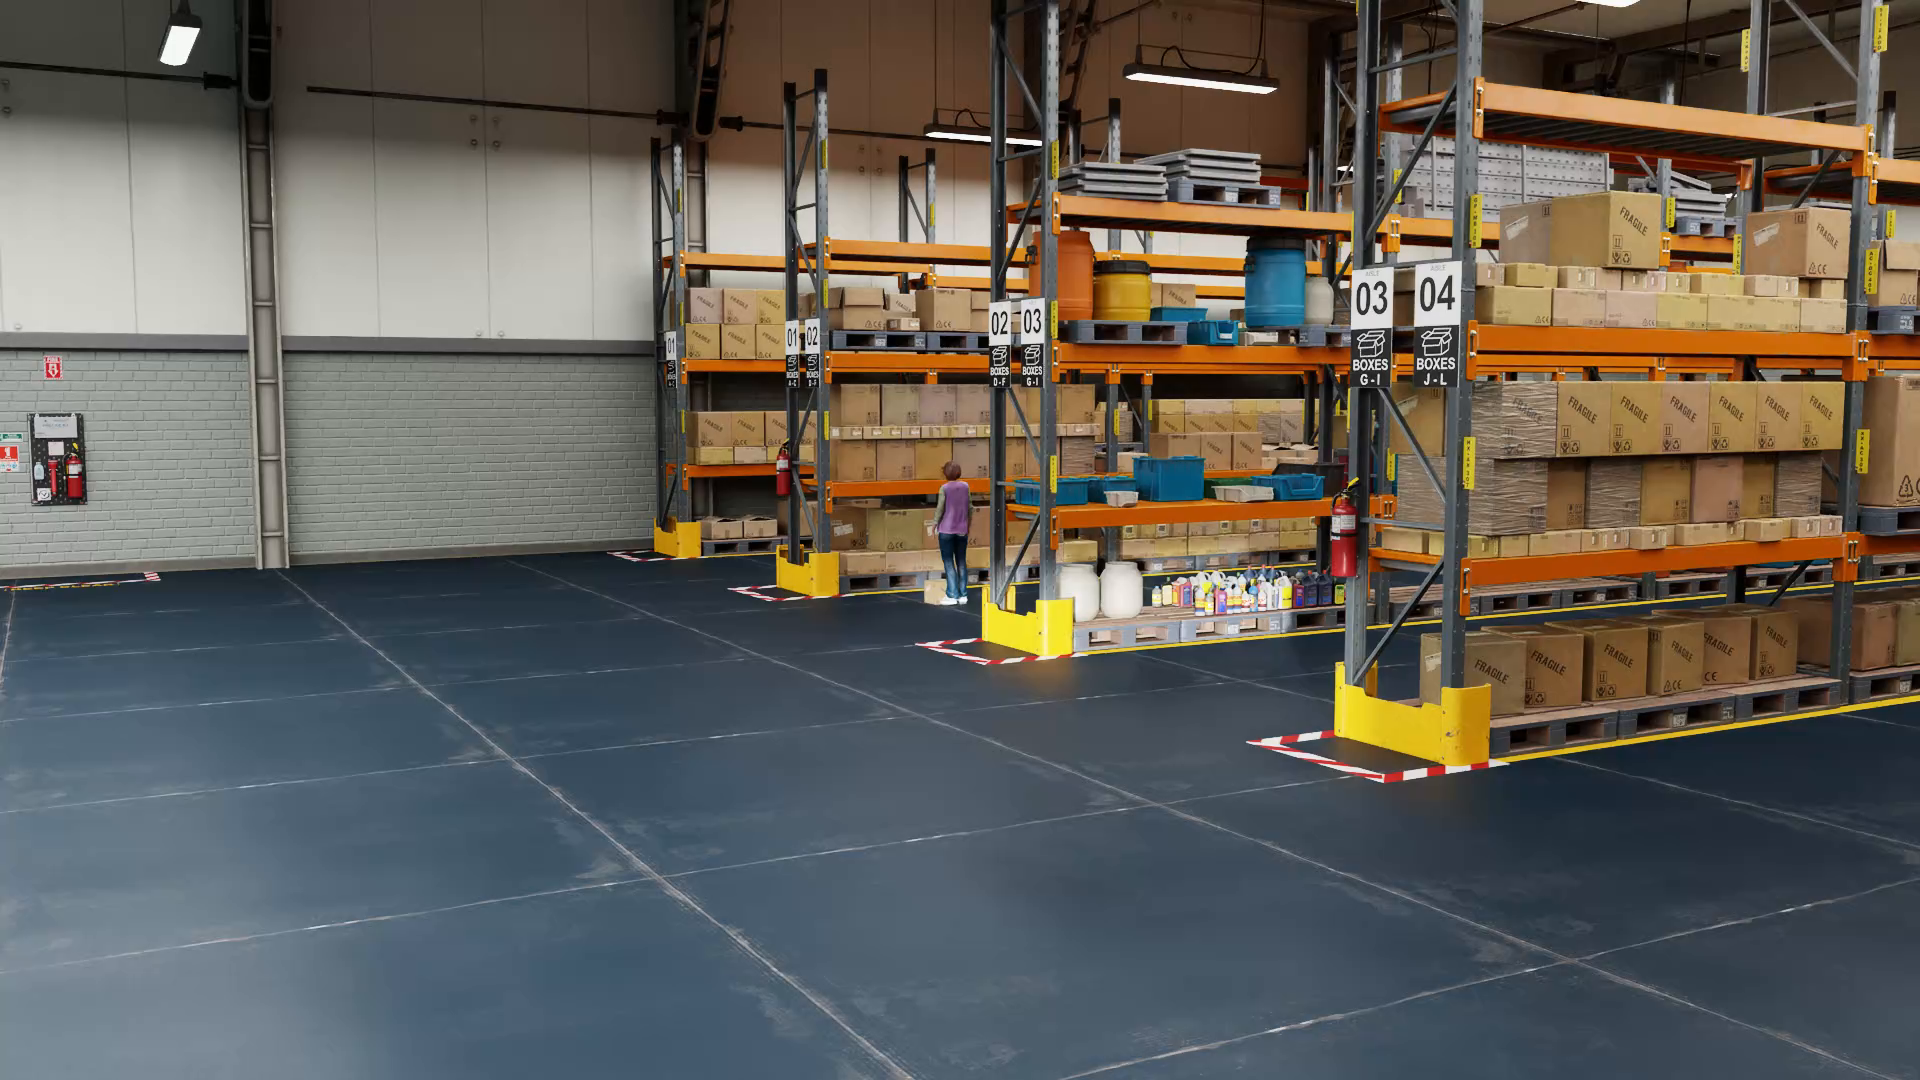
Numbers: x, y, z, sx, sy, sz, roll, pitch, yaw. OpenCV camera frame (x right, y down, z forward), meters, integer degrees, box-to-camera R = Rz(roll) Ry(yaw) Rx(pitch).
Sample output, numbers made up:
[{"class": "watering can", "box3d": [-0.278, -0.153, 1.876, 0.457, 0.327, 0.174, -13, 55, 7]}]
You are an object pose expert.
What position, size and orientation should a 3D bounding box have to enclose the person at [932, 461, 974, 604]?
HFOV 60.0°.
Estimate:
[{"class": "person", "box3d": [-0.108, -0.085, 18.463, 0.519, 1.599, 0.473, -3, 6, -29]}]
